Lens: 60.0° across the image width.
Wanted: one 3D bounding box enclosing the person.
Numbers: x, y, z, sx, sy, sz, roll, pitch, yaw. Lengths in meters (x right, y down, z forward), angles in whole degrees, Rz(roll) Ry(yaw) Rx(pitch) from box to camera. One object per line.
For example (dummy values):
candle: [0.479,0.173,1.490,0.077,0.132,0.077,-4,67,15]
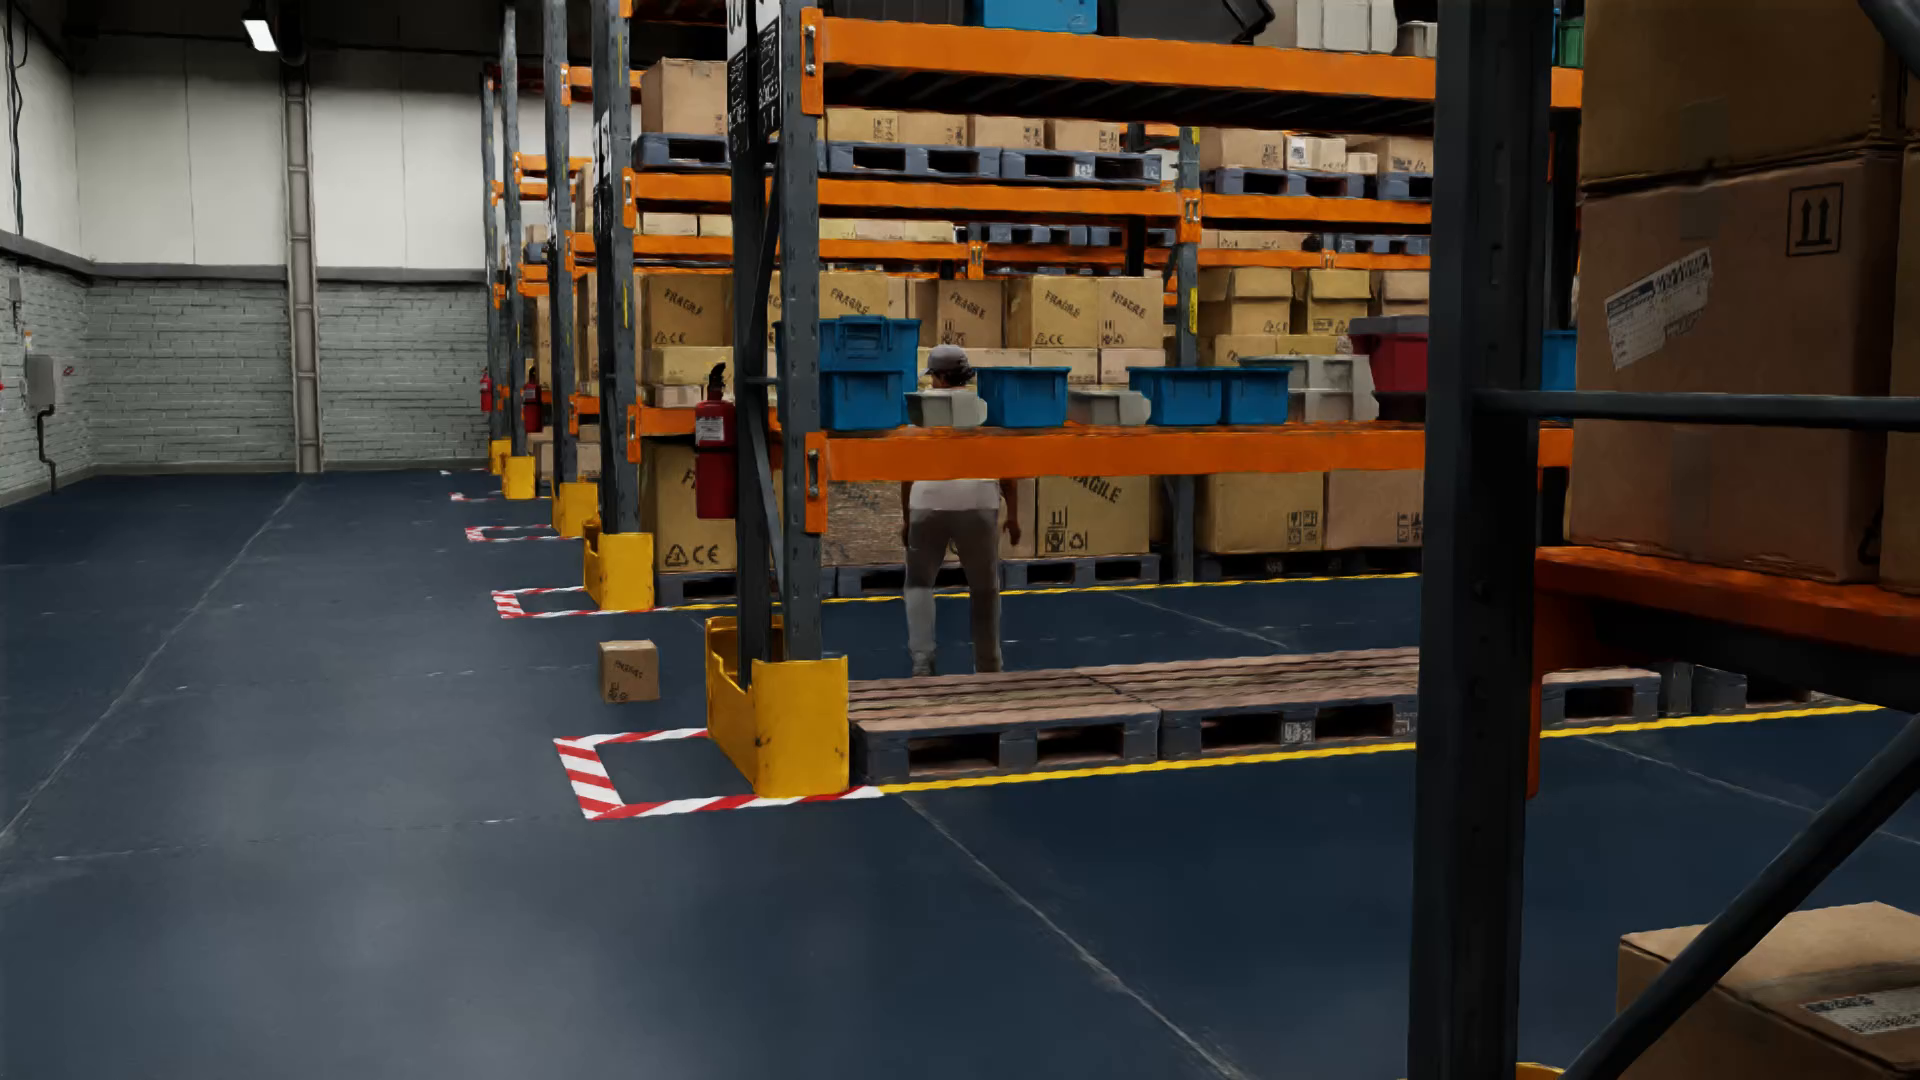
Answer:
person: [-0.004,-0.086,7.749,0.559,1.657,0.427,1,6,5]
